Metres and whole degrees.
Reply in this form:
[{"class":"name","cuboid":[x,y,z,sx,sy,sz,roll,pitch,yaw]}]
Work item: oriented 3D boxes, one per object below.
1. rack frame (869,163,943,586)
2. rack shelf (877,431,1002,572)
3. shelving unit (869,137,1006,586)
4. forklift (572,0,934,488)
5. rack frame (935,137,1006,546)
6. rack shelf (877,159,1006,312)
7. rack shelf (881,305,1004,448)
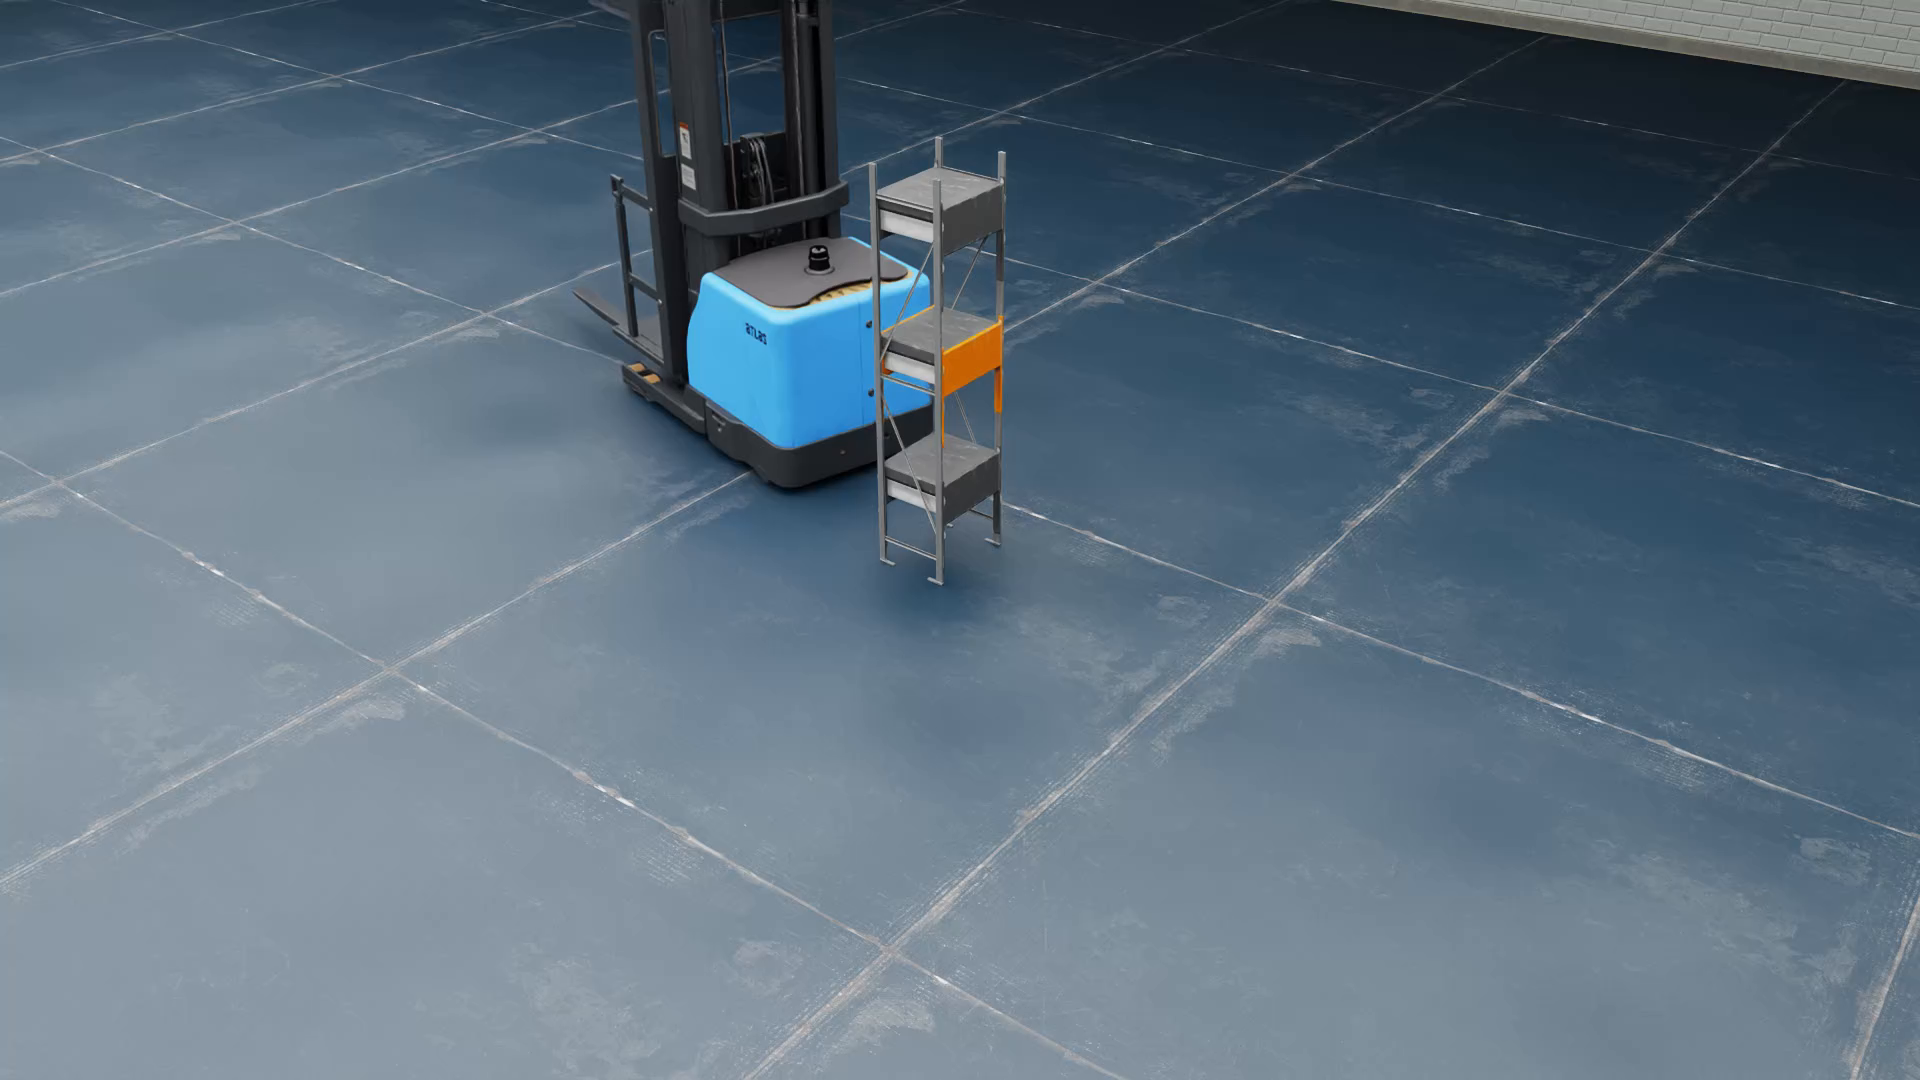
[{"class":"rack frame","cuboid":[-0.247,-0.737,7.934,0.400,2.100,0.015,21,37,31]},{"class":"rack shelf","cuboid":[-0.100,-0.222,8.465,0.431,0.518,0.480,21,37,31]},{"class":"shelving unit","cuboid":[-0.100,-0.836,8.101,0.431,2.100,0.503,21,37,31]},{"class":"forklift","cuboid":[-1.435,-2.240,9.655,1.130,2.935,3.031,-21,36,-31]},{"class":"rack frame","cuboid":[0.047,-0.935,8.269,0.400,2.100,0.015,21,37,31]},{"class":"rack shelf","cuboid":[-0.100,-1.426,7.751,0.431,0.518,0.480,21,37,31]},{"class":"rack shelf","cuboid":[-0.100,-0.824,8.108,0.431,0.518,0.480,21,37,31]}]
